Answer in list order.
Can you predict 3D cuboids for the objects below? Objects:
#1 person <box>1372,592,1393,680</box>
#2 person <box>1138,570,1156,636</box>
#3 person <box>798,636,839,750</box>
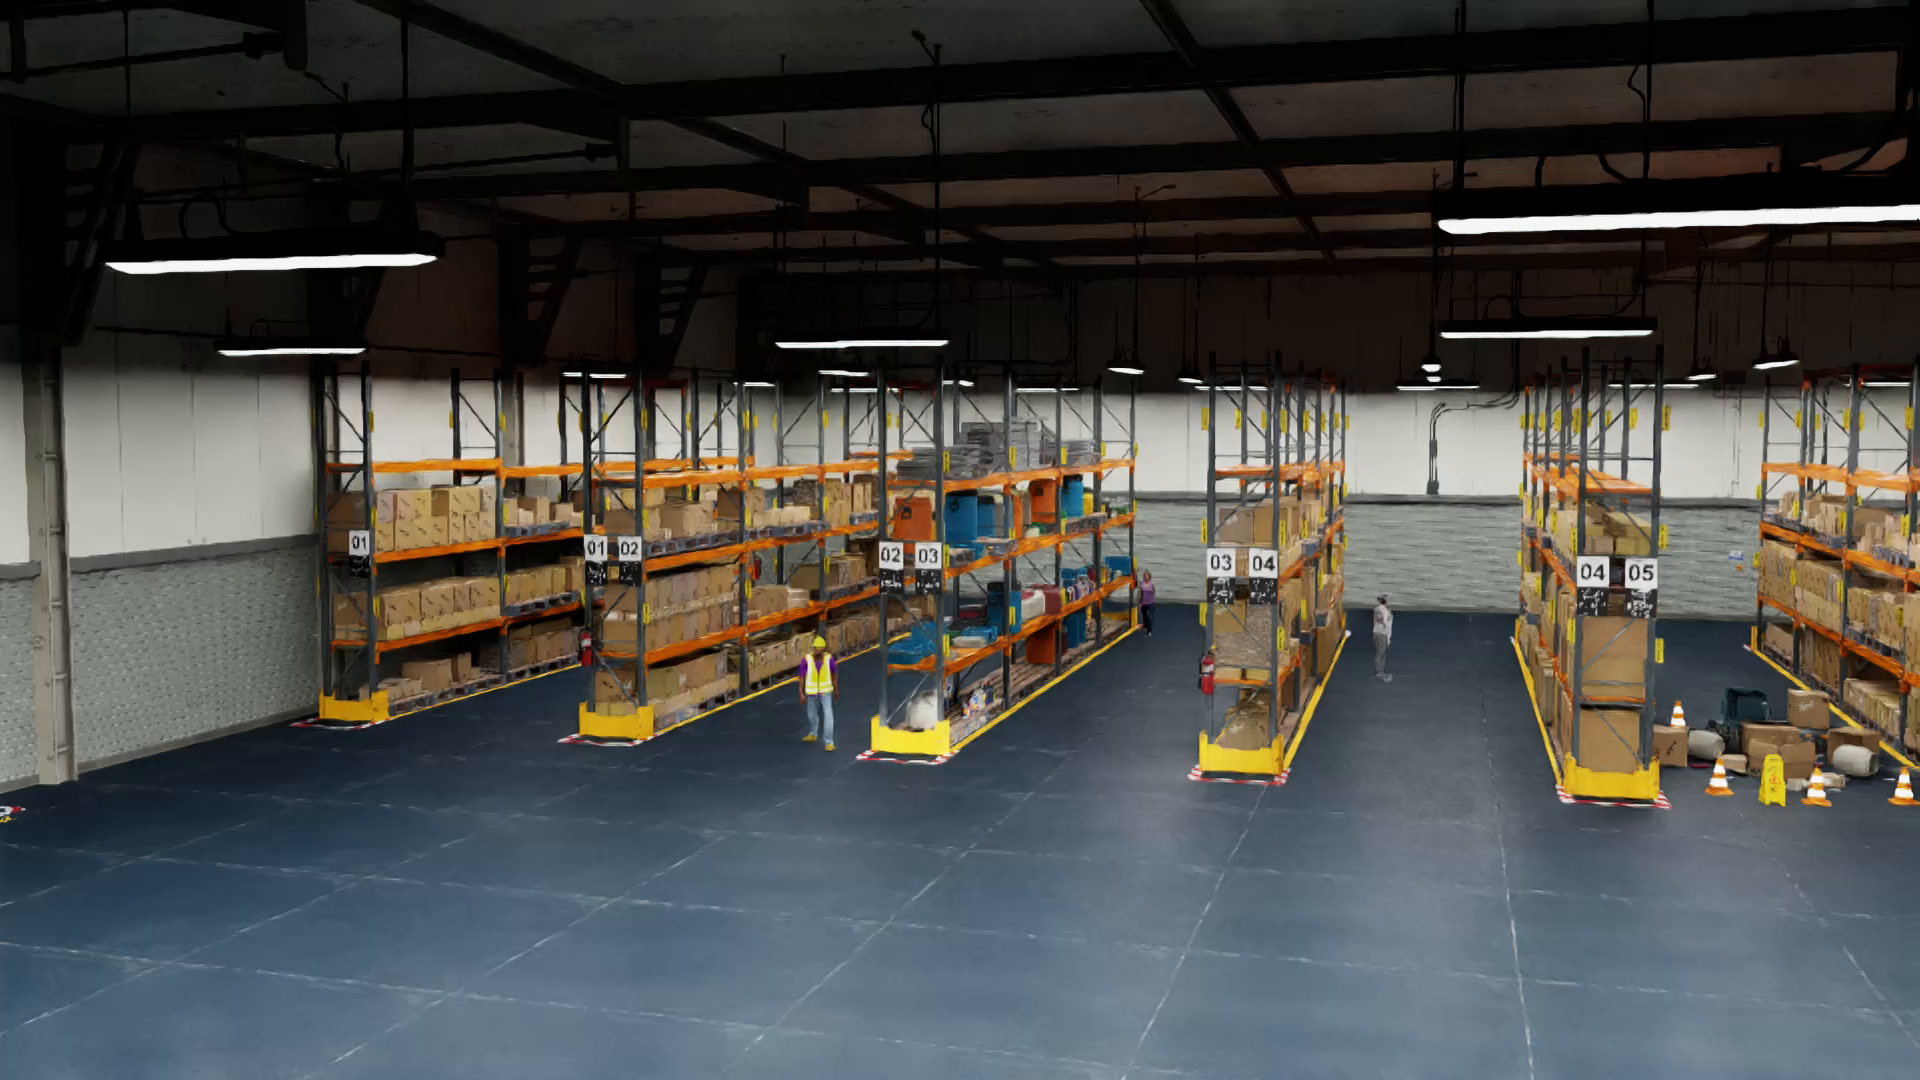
[{"bbox_3d":[8.210,1.855,32.193,0.416,1.676,0.537,-1,4,-14],"label":"person"},{"bbox_3d":[4.357,1.455,38.814,0.419,1.514,1.038,1,4,14],"label":"person"},{"bbox_3d":[-2.171,2.331,25.536,0.620,1.723,0.965,0,4,-4],"label":"person"}]
